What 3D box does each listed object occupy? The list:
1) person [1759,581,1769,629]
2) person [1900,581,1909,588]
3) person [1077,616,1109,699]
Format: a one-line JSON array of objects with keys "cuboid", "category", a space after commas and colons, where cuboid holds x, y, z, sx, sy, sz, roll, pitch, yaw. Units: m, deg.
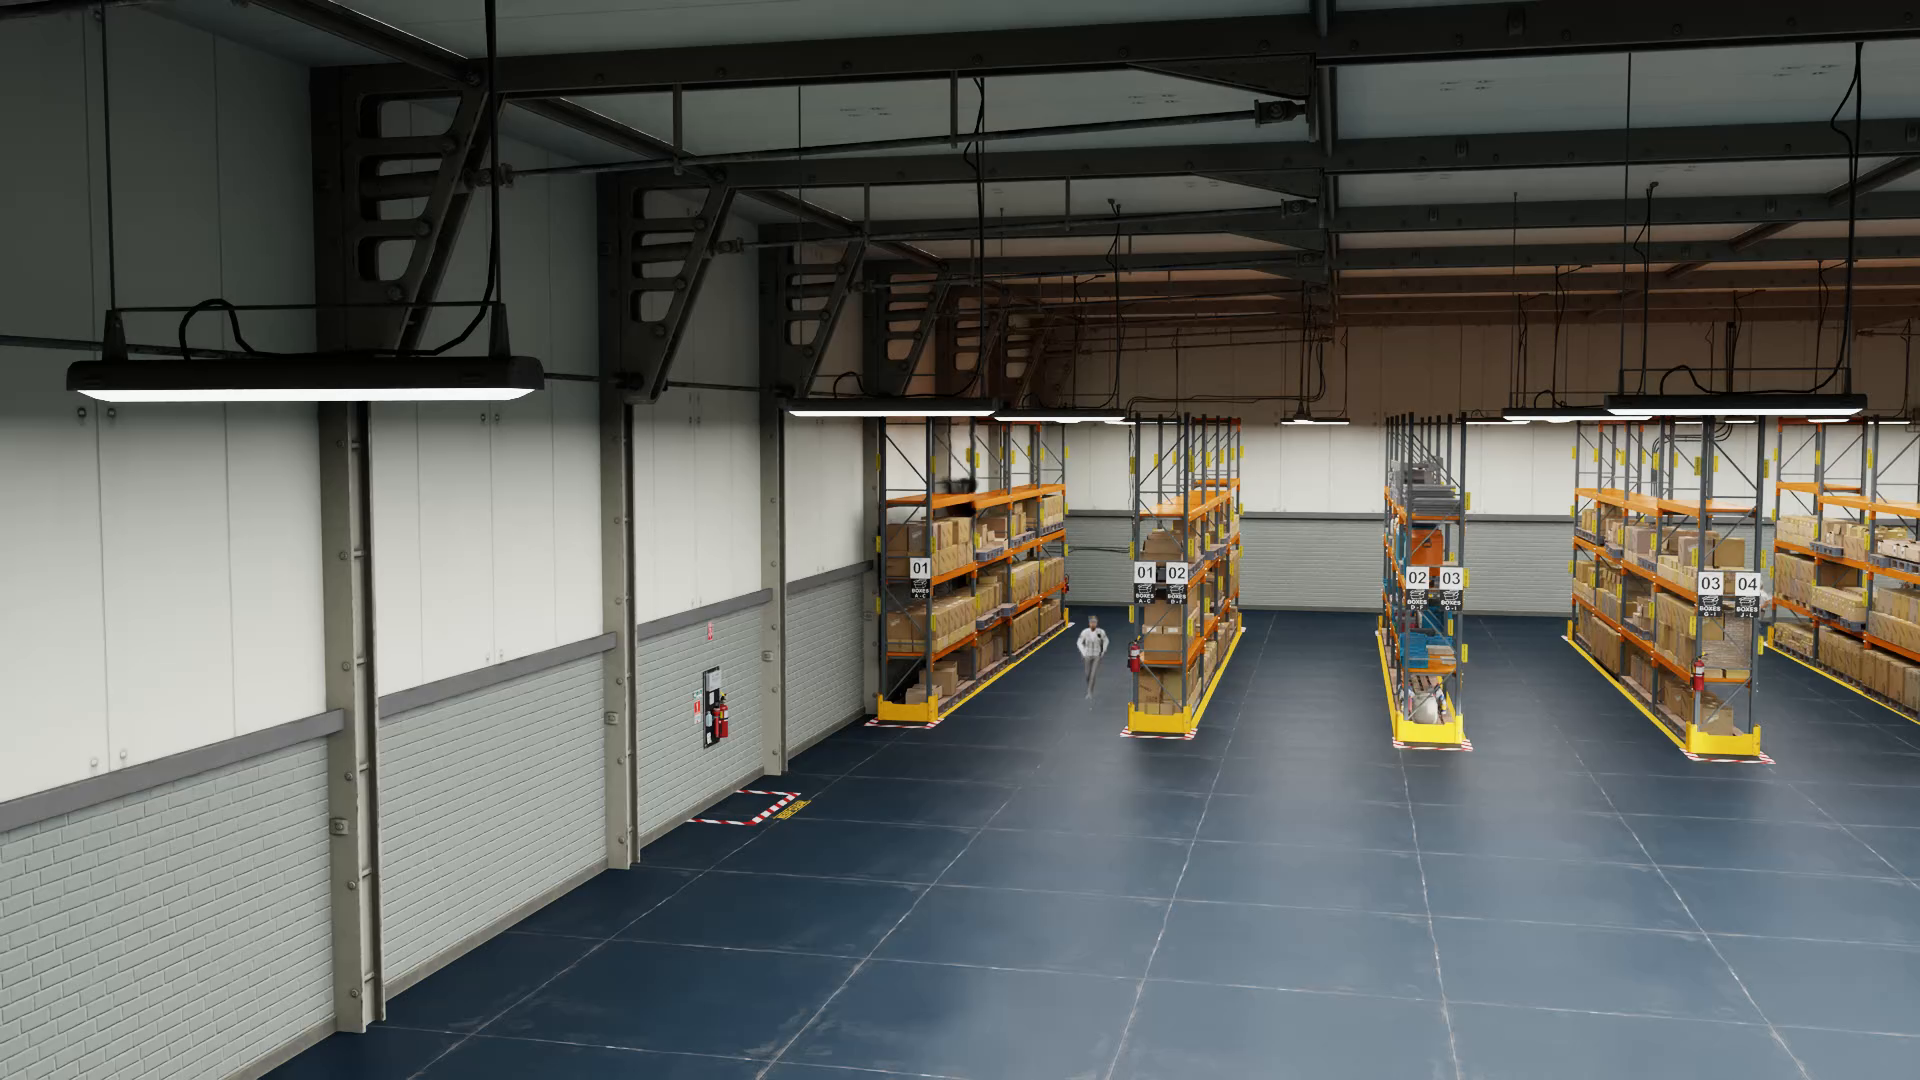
[{"cuboid": [21.458, 1.920, 44.670, 0.557, 1.648, 0.623, -2, 4, -24], "category": "person"}, {"cuboid": [25.476, 1.881, 44.934, 0.638, 1.595, 0.517, 0, 4, -6], "category": "person"}, {"cuboid": [2.686, 2.352, 33.570, 0.643, 1.659, 0.651, 0, 4, 7], "category": "person"}]
